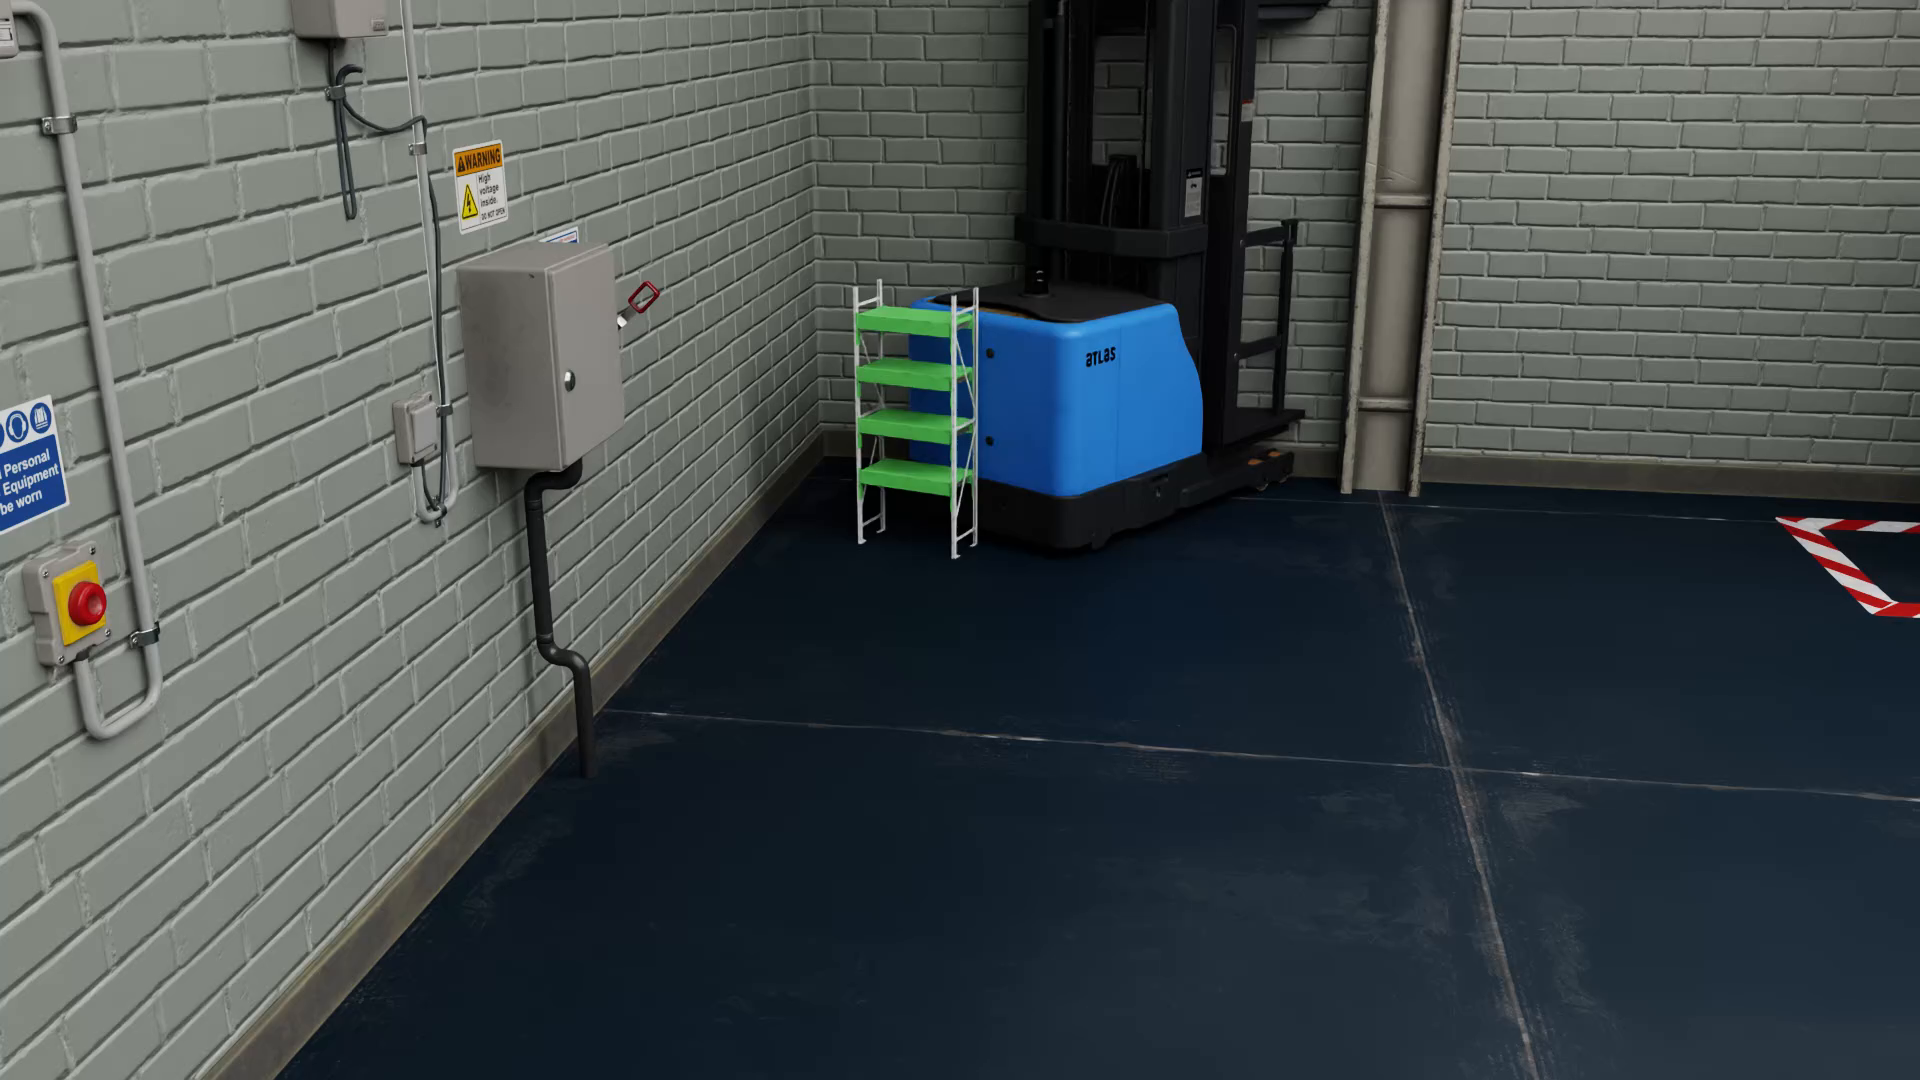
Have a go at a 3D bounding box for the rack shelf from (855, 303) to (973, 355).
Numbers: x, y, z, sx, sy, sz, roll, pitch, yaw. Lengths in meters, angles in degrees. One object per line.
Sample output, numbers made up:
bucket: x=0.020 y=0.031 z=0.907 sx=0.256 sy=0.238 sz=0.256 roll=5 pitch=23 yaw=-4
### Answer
rack shelf: x=-0.197 y=-0.944 z=7.421 sx=0.480 sy=0.148 sz=0.258 roll=9 pitch=20 yaw=25

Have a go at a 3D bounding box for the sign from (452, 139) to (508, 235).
sign: x=-1.405 y=-1.040 z=4.881 sx=0.001 sy=0.242 sz=0.339 roll=3 pitch=19 yaw=9

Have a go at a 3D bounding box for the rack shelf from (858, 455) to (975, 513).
rack shelf: x=-0.197 y=-0.261 z=7.650 sx=0.480 sy=0.148 sz=0.258 roll=9 pitch=20 yaw=25

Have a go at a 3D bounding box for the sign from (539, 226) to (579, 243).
sign: x=-1.318 y=-0.775 z=5.542 sx=0.001 sy=0.494 sz=0.329 roll=3 pitch=19 yaw=9

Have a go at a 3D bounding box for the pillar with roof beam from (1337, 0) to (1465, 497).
pillar with roof beam: x=1.484 y=-3.197 z=3.177 sx=0.400 sy=9.000 sz=9.100 roll=3 pitch=19 yaw=9

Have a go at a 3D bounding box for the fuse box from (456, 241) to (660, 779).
fuse box: x=-1.192 y=-0.044 z=5.237 sx=0.414 sy=1.711 sz=0.539 roll=3 pitch=19 yaw=9

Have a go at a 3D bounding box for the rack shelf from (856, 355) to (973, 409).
rack shelf: x=-0.197 y=-0.716 z=7.497 sx=0.480 sy=0.148 sz=0.258 roll=9 pitch=20 yaw=25

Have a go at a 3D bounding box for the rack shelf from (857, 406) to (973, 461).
rack shelf: x=-0.197 y=-0.488 z=7.574 sx=0.480 sy=0.148 sz=0.258 roll=9 pitch=20 yaw=25

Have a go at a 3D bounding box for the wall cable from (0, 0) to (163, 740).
wall cable: x=-1.669 y=-0.501 z=2.922 sx=0.123 sy=1.953 sz=0.585 roll=3 pitch=19 yaw=9

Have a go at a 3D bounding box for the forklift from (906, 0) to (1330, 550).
forklift: x=1.098 y=-1.736 z=8.372 sx=1.130 sy=2.935 sz=3.031 roll=16 pitch=24 yaw=39

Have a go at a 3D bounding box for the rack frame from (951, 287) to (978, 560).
rack frame: x=0.022 y=-0.515 z=7.450 sx=0.015 sy=1.200 sz=0.240 roll=9 pitch=20 yaw=25

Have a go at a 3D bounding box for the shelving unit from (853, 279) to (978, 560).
shelving unit: x=-0.197 y=-0.549 z=7.553 sx=0.503 sy=1.200 sz=0.258 roll=9 pitch=20 yaw=25

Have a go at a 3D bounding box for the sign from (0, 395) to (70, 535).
sign: x=-1.737 y=-0.120 z=3.009 sx=0.001 sy=0.218 sz=0.327 roll=3 pitch=19 yaw=9

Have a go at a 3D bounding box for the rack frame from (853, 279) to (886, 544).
rack frame: x=-0.415 y=-0.584 z=7.656 sx=0.015 sy=1.200 sz=0.240 roll=9 pitch=20 yaw=25

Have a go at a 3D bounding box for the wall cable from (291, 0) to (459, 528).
wall cable: x=-1.455 y=-0.931 z=4.257 sx=0.122 sy=1.984 sz=0.588 roll=3 pitch=19 yaw=9
